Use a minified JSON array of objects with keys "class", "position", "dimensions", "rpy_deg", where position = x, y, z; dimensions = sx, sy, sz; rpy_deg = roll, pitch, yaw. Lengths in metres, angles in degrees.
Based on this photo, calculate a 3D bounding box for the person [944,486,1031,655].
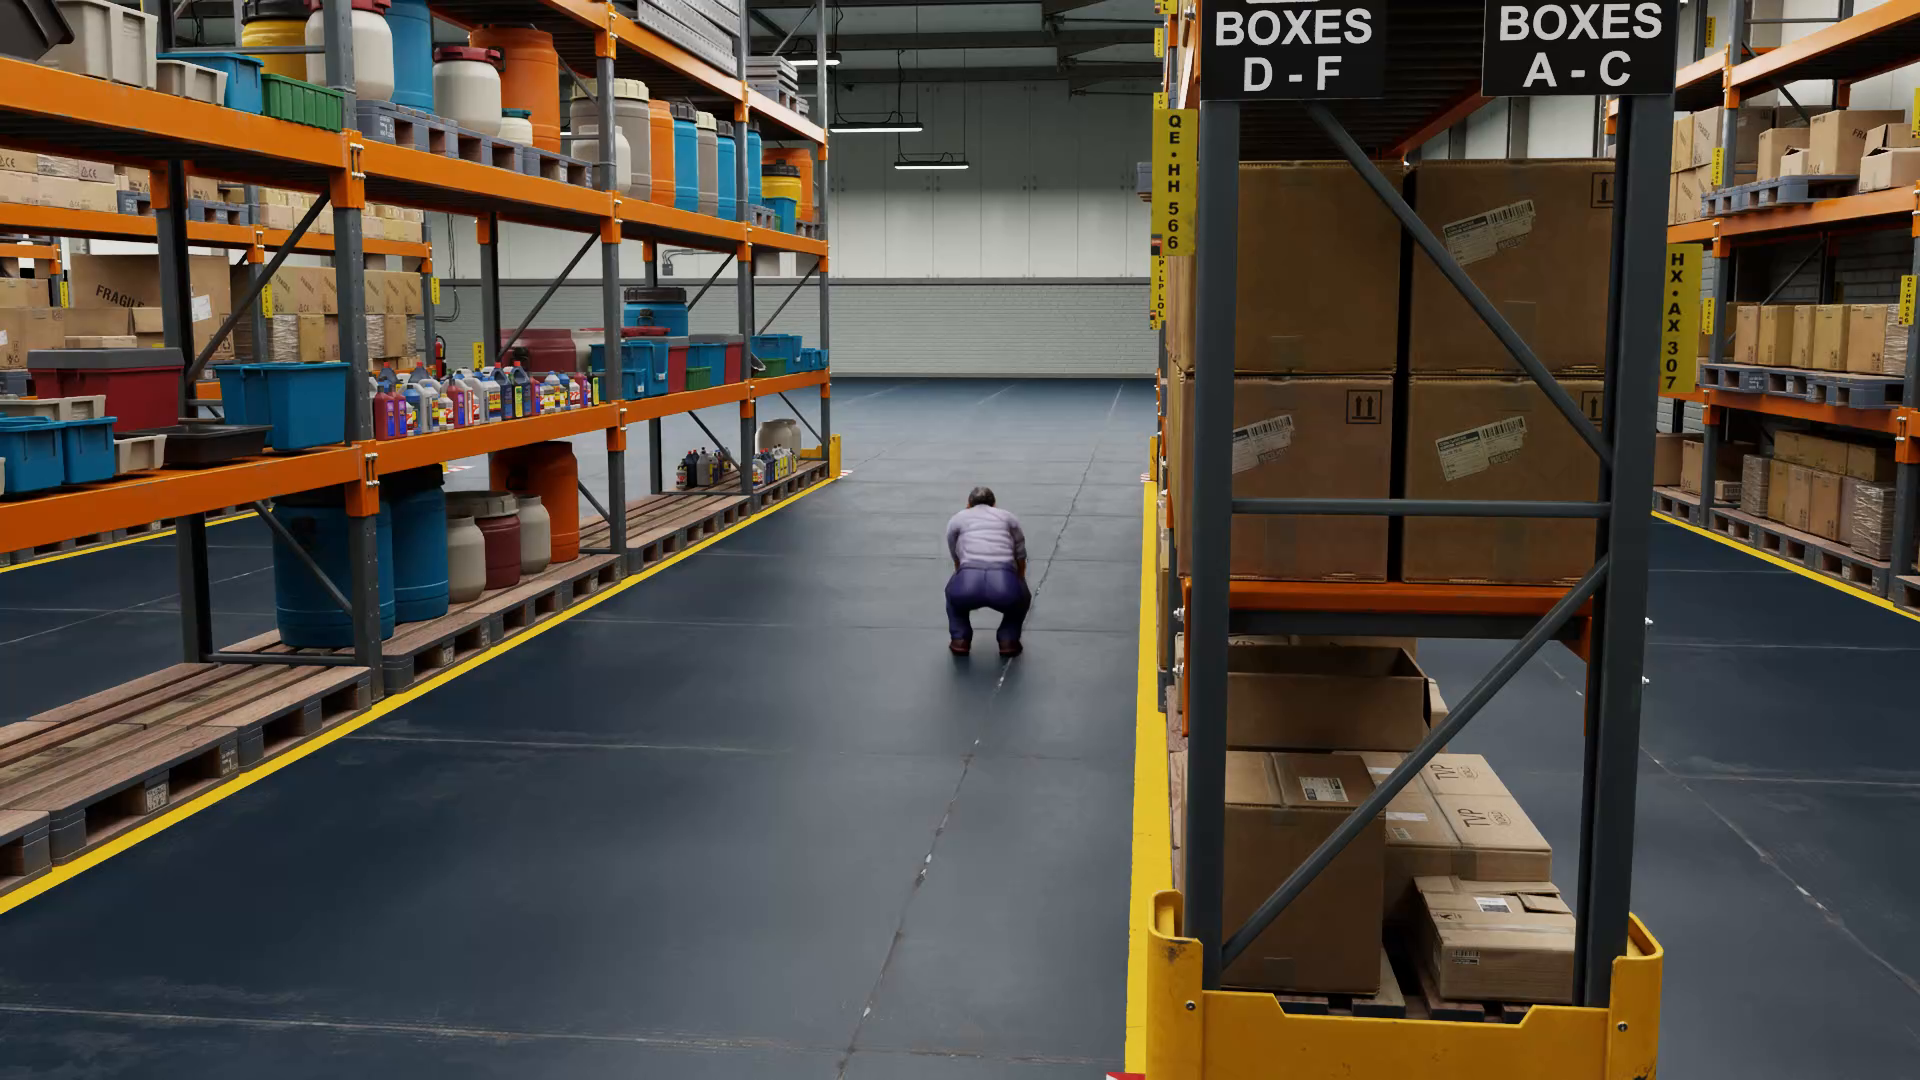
[{"class":"person","position":[0.156,0.175,9.765],"dimensions":[0.519,0.942,0.832],"rpy_deg":[1,8,5]}]
